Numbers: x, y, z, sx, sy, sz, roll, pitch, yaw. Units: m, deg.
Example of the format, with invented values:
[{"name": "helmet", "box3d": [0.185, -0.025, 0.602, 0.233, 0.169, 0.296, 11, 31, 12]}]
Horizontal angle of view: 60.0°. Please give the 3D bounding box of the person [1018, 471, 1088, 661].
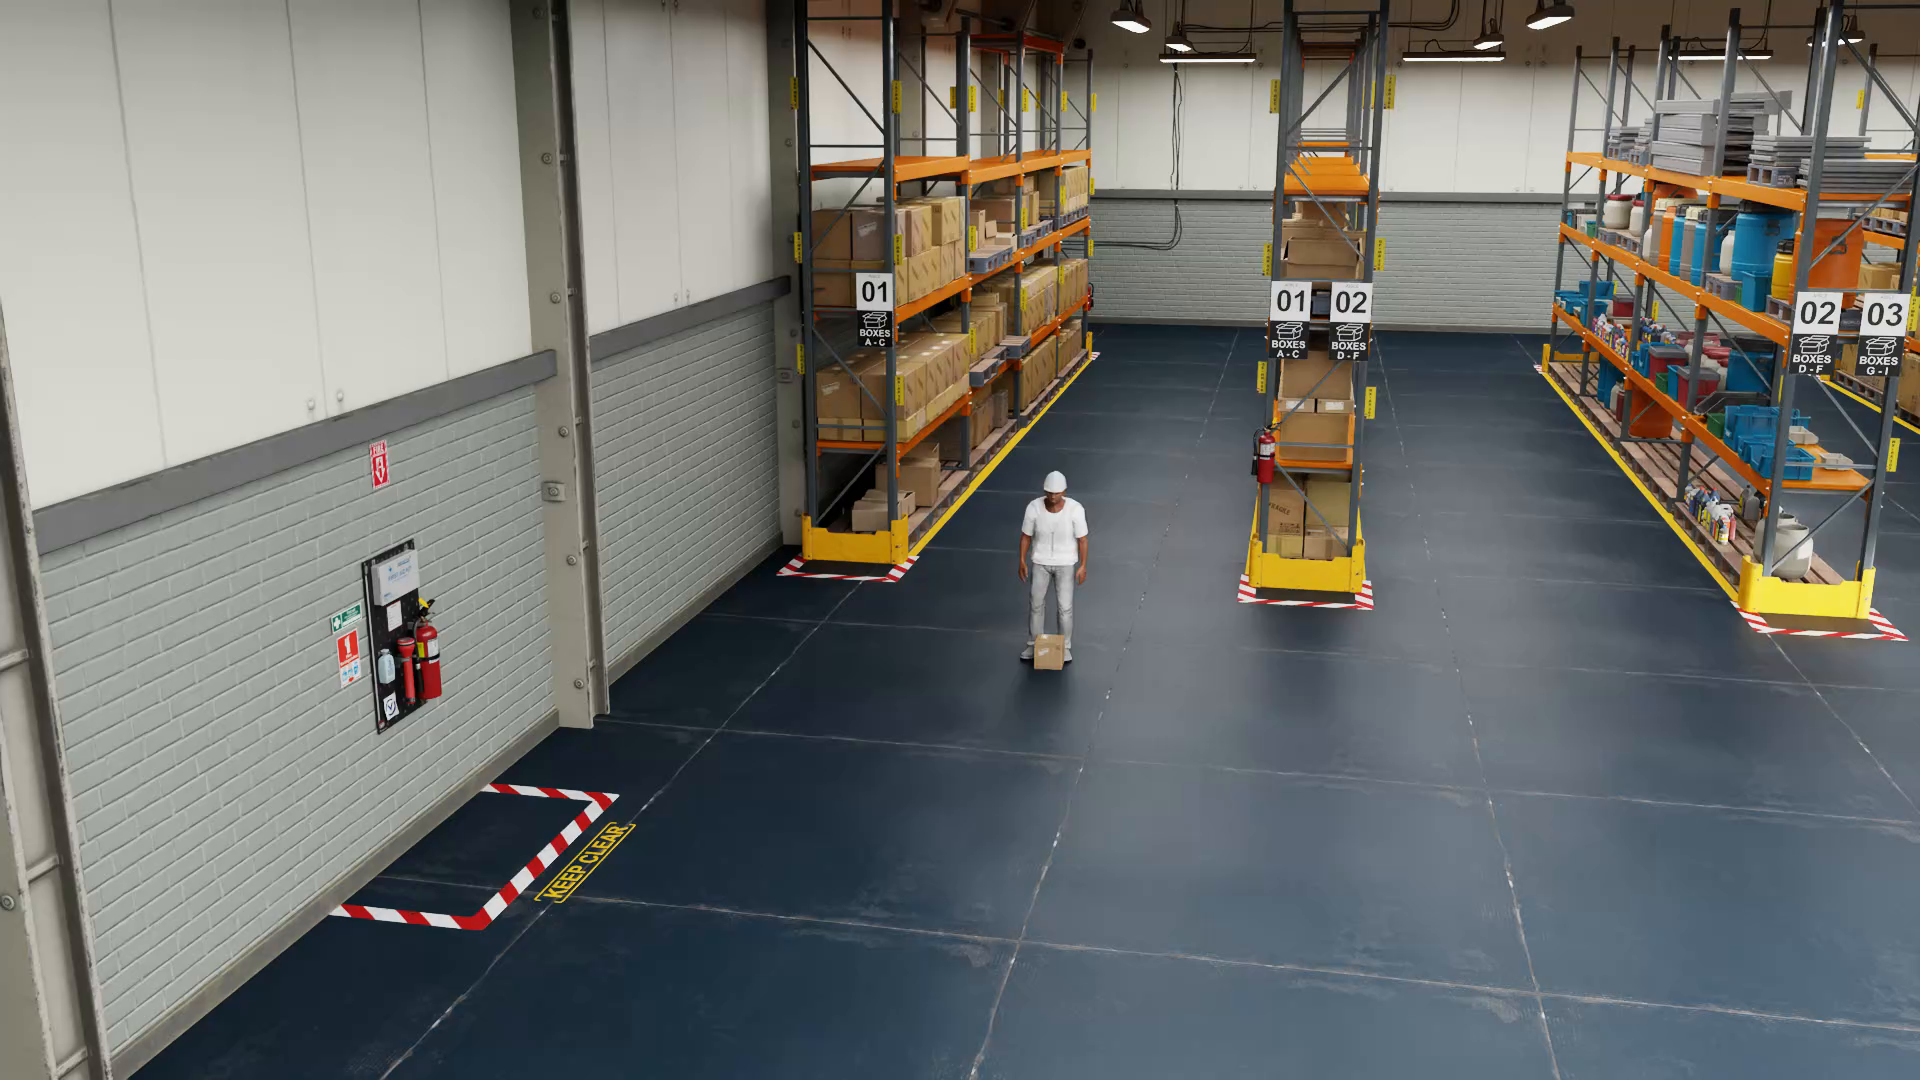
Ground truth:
[{"name": "person", "box3d": [0.842, 0.227, 15.097, 0.627, 1.761, 0.456, 3, 15, 12]}]
